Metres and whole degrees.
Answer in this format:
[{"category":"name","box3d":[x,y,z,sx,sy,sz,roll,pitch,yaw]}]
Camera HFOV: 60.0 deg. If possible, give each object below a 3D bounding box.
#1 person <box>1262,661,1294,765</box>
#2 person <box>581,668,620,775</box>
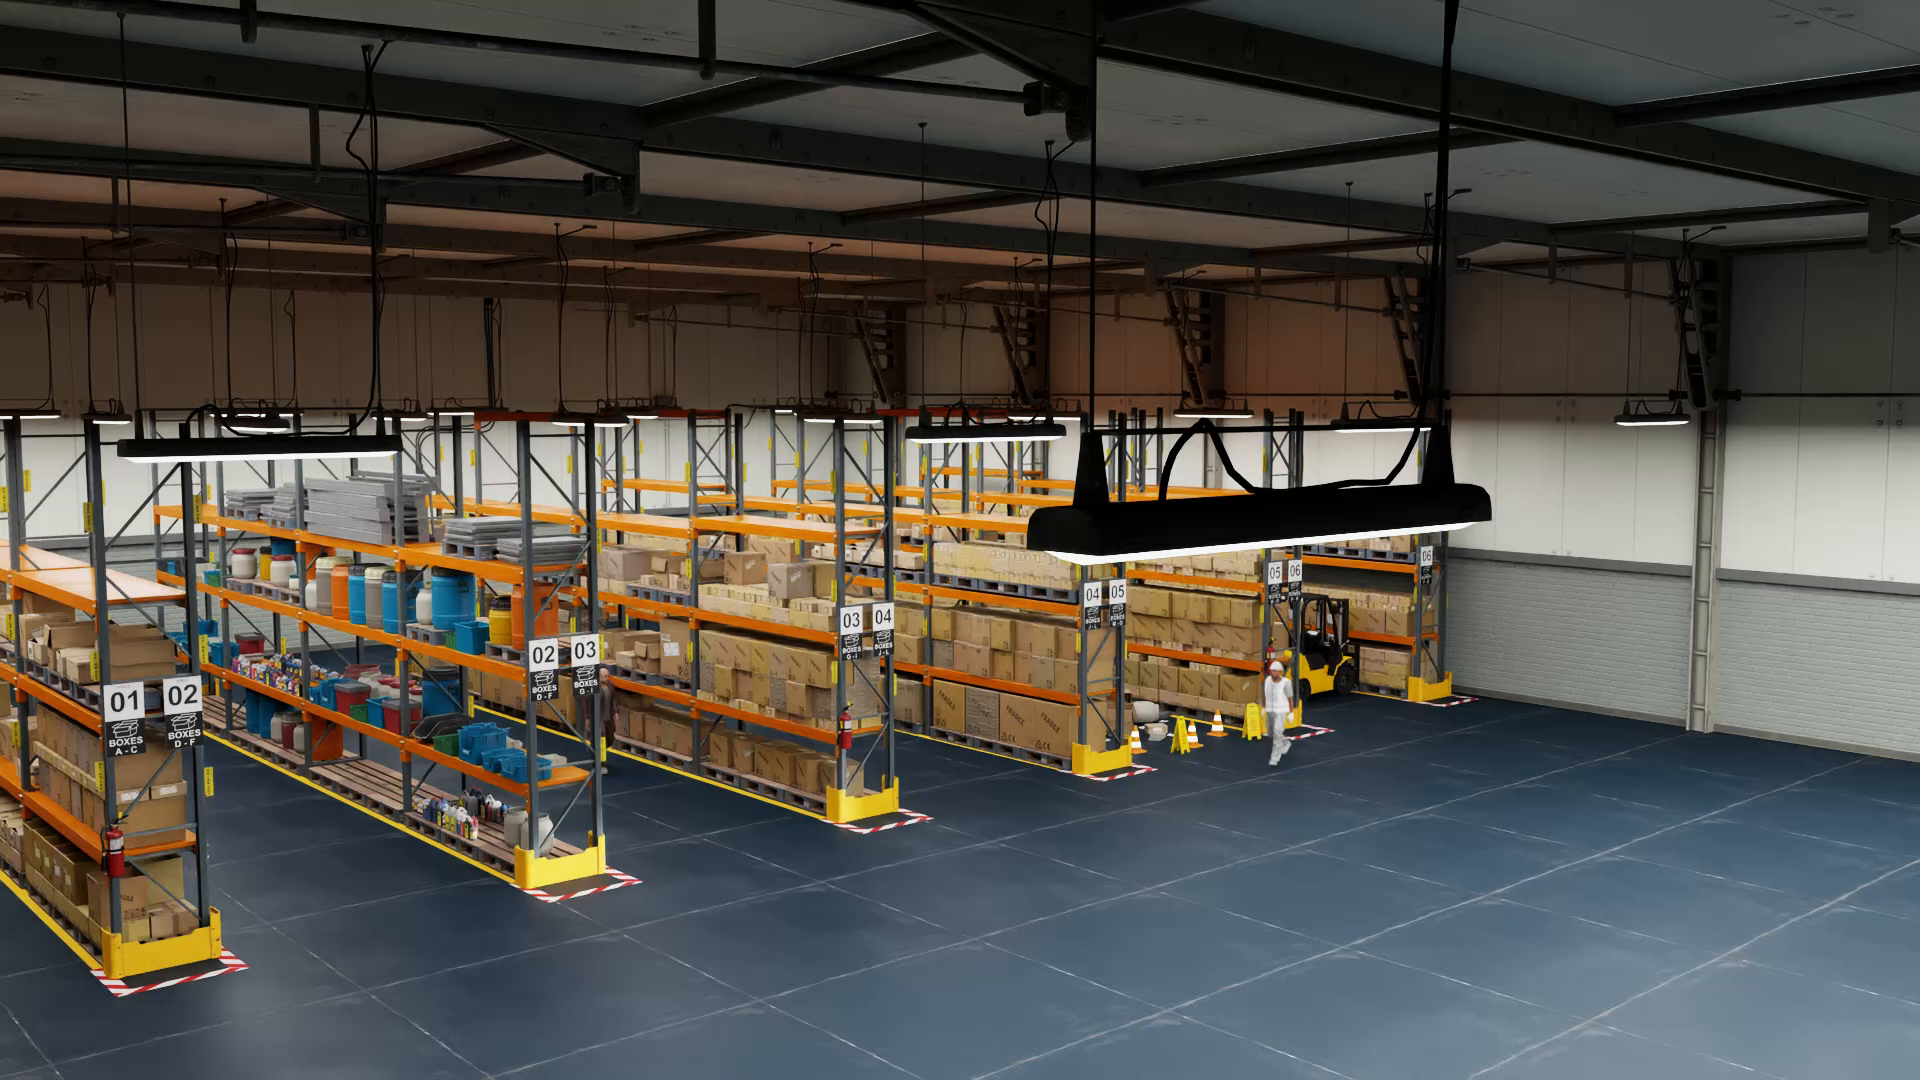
[{"category":"person","box3d":[5.473,2.950,28.620,0.977,1.750,0.589,-5,7,-45]},{"category":"person","box3d":[-6.088,3.010,27.947,0.756,1.763,0.668,4,6,38]}]
